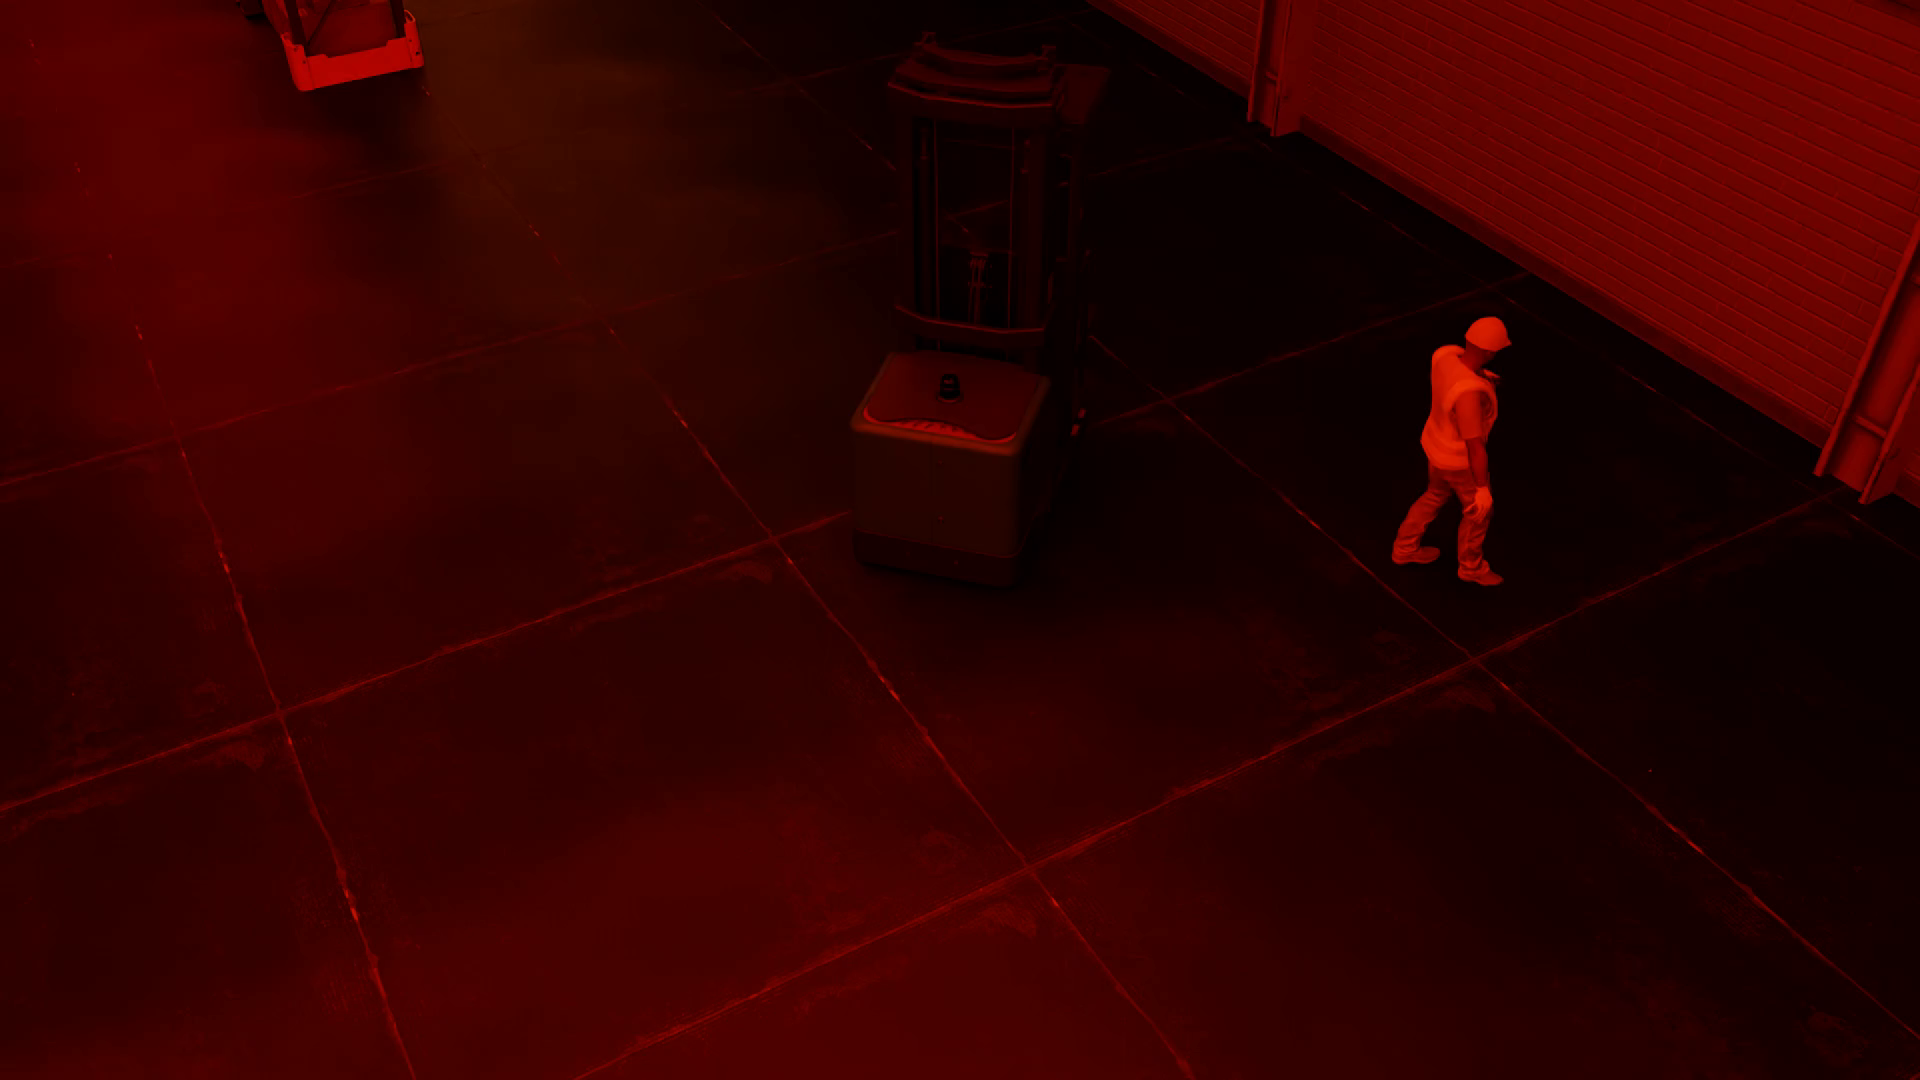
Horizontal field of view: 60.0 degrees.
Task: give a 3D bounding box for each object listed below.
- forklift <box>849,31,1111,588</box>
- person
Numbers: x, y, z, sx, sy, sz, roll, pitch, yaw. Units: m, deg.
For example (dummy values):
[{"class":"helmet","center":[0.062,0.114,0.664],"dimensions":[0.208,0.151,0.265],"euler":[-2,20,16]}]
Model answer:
[{"class":"forklift","center":[0.249,-1.794,10.200],"dimensions":[1.130,2.935,3.031],"euler":[10,41,12]},{"class":"person","center":[2.969,-0.490,9.581],"dimensions":[0.647,1.794,1.043],"euler":[-2,40,-3]}]
